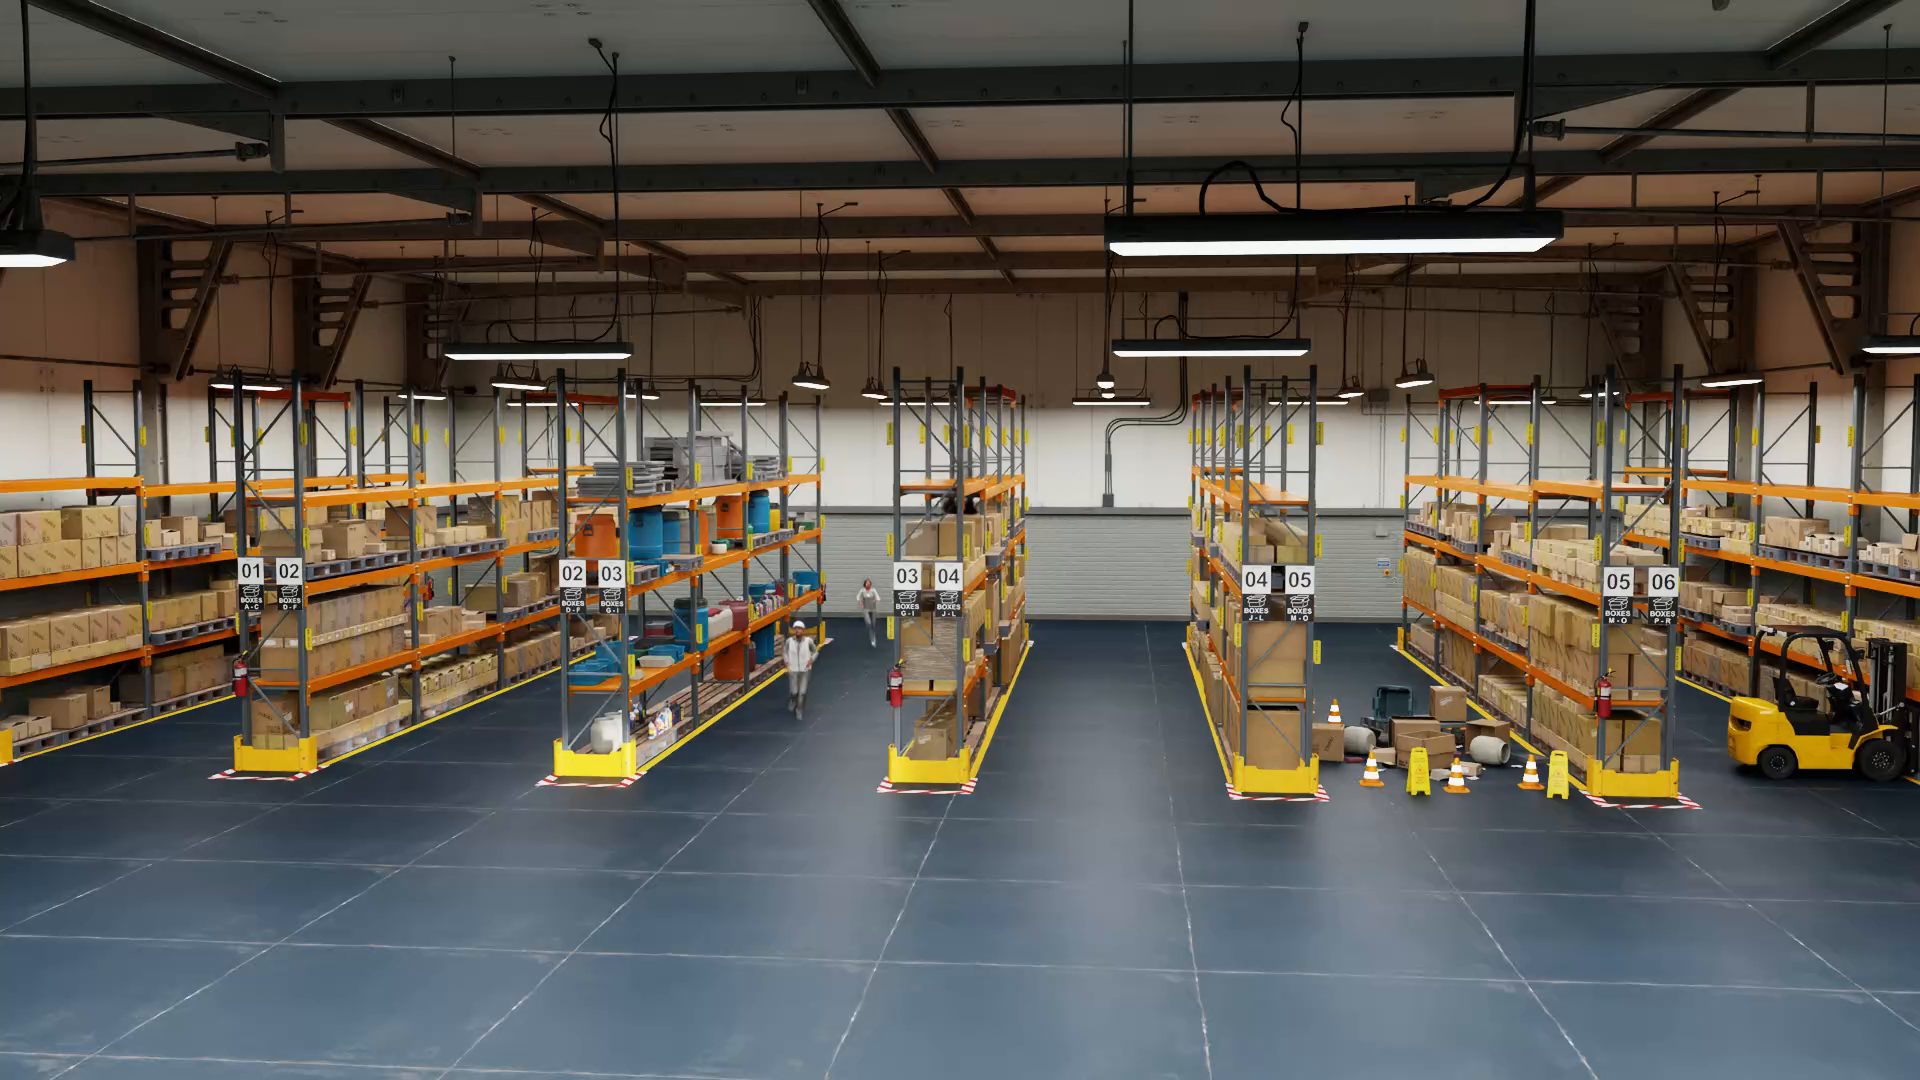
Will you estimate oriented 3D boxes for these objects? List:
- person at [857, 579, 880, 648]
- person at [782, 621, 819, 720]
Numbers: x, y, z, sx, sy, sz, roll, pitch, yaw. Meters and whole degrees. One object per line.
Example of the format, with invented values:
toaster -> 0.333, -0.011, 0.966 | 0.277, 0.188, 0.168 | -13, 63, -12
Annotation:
person -> -2.186, 1.731, 39.793 | 0.544, 1.618, 0.777 | -1, 4, -12
person -> -2.839, 2.306, 29.549 | 0.656, 1.745, 0.625 | 0, 4, -3
